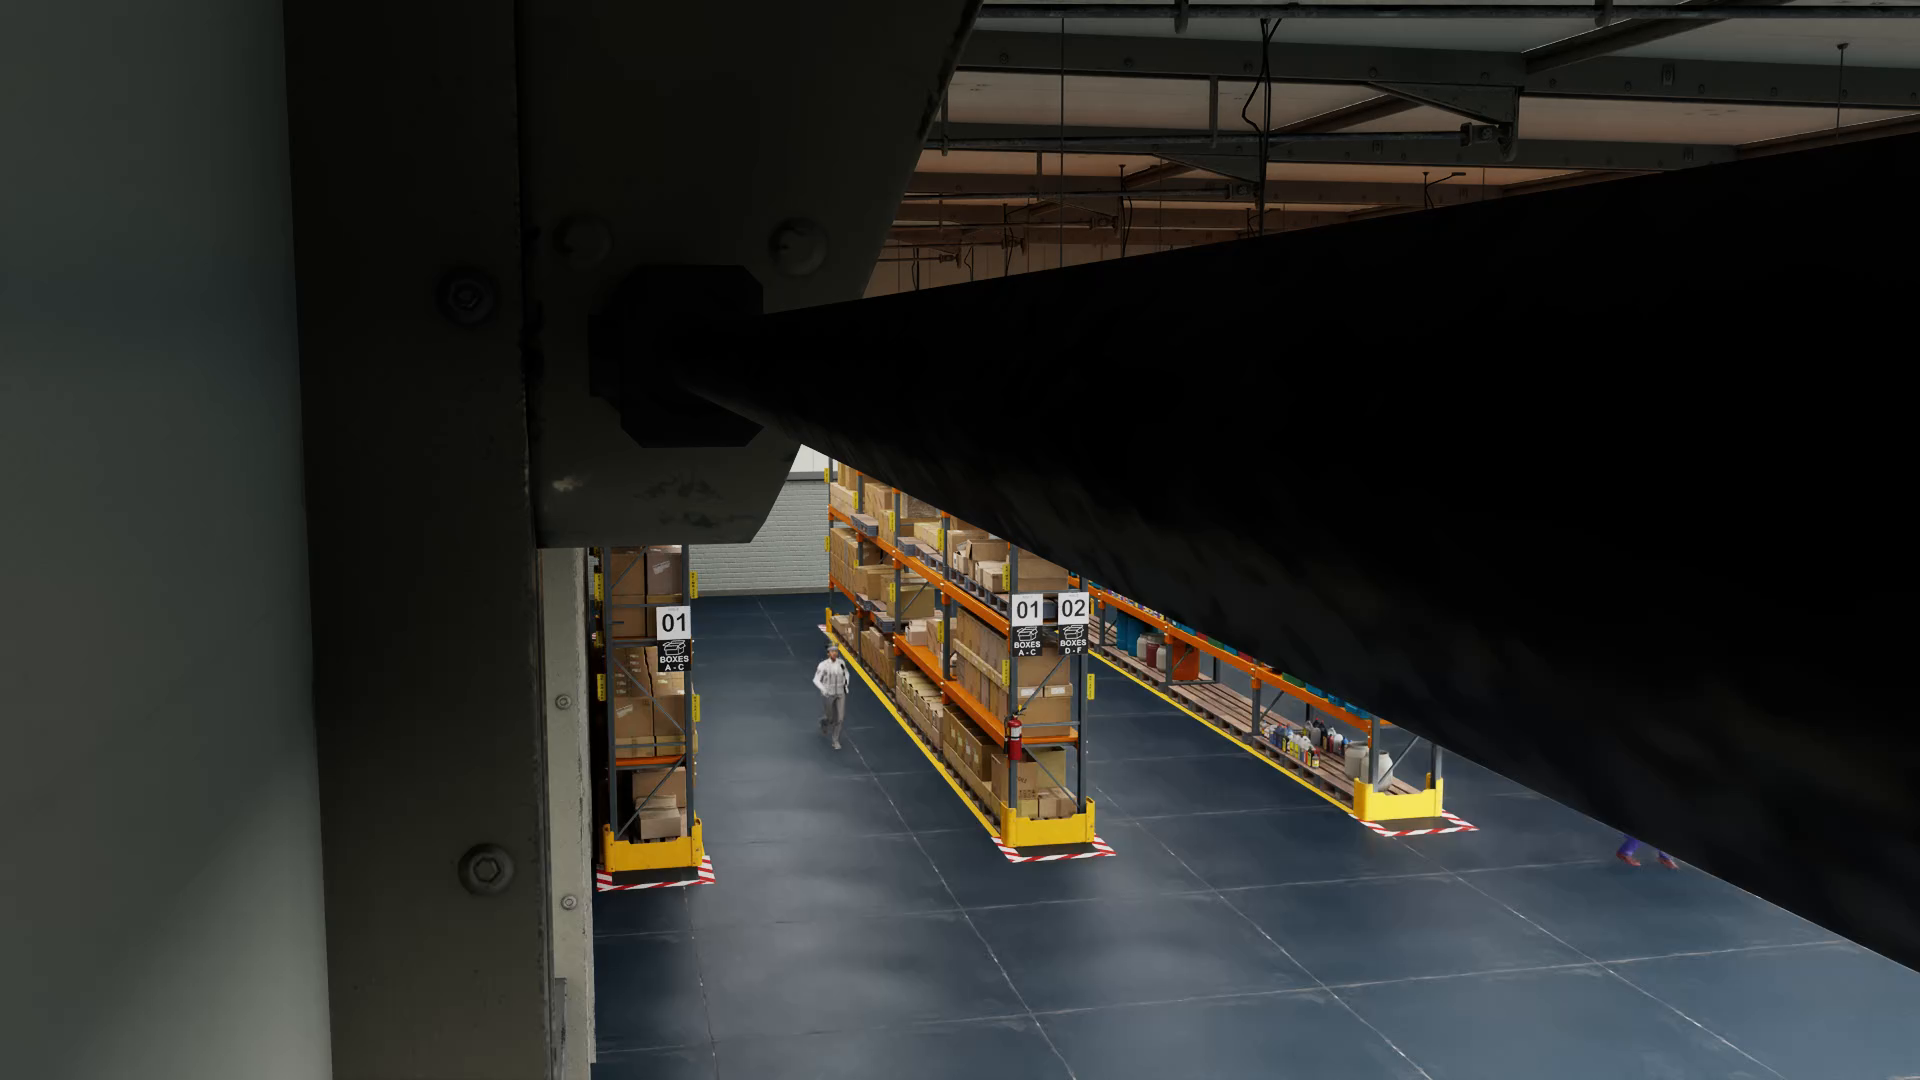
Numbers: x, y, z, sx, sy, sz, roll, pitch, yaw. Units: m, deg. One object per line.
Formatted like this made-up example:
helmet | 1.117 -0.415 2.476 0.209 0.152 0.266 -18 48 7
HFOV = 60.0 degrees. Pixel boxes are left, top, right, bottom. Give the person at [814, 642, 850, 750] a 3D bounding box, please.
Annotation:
person | -1.994 2.418 26.129 0.617 1.671 0.696 -3 7 -23

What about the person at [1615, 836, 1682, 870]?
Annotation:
person | 8.313 3.158 19.993 0.770 1.714 0.619 2 7 17
